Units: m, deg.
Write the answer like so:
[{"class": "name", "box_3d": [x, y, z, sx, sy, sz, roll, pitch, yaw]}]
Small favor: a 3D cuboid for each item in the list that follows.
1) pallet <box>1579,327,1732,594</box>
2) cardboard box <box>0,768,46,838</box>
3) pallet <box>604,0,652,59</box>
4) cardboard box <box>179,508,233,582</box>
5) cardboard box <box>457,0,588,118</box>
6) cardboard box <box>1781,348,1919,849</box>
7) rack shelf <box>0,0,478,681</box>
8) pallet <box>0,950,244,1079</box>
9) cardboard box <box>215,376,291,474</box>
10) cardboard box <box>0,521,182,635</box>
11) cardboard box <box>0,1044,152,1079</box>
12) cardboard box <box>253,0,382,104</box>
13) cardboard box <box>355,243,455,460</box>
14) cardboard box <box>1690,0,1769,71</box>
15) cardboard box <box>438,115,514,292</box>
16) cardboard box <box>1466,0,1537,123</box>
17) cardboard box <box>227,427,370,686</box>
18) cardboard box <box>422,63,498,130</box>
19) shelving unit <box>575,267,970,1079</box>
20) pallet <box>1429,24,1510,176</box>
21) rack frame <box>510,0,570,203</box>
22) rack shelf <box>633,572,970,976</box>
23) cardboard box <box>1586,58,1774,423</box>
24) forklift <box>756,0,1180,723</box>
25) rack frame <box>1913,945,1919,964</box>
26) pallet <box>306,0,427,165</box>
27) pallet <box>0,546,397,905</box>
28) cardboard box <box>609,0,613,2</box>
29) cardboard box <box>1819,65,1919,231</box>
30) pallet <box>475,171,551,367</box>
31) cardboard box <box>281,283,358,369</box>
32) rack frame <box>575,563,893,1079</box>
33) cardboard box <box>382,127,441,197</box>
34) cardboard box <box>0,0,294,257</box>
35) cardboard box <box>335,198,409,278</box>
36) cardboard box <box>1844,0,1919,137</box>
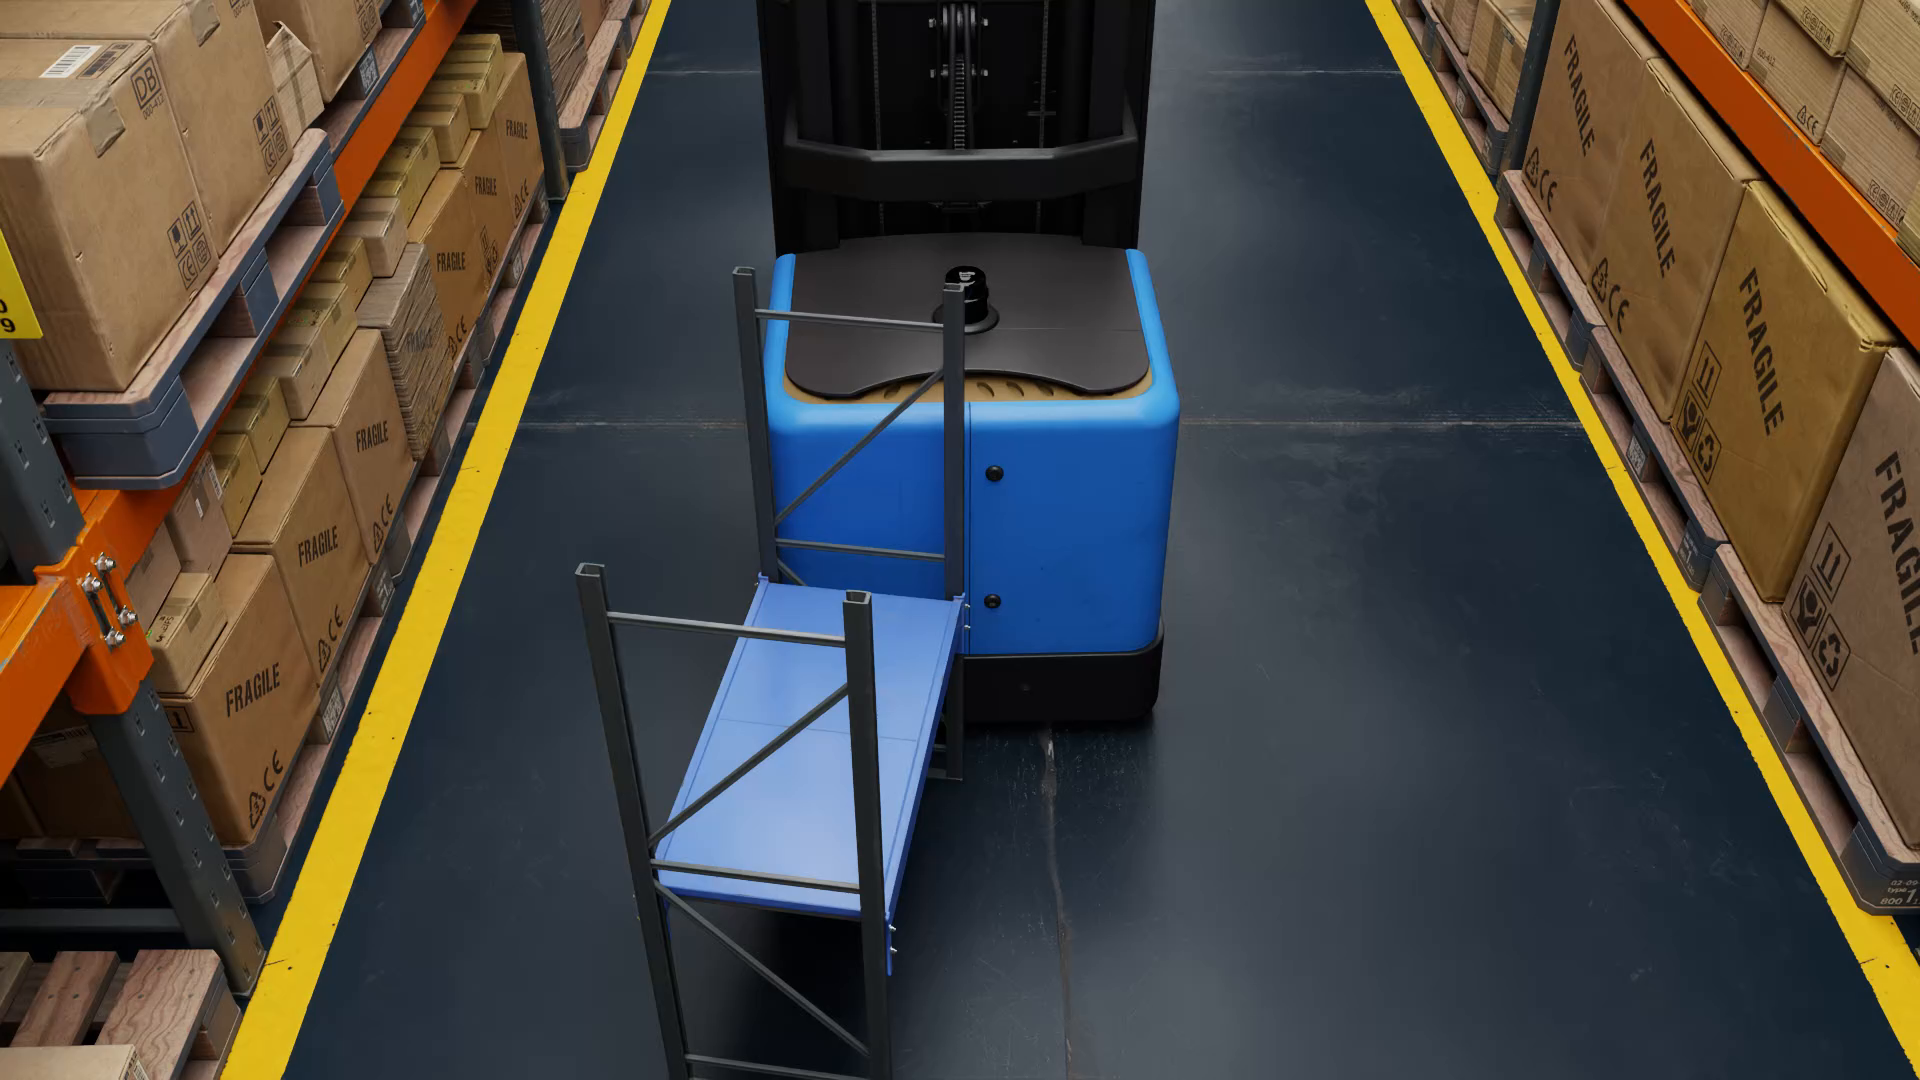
[{"class": "pallet", "box_3d": [2.718, -0.296, 5.451, 1.003, 0.211, 1.213, 0, 39, 0]}, {"class": "cardboard box", "box_3d": [-2.462, 0.373, 4.048, 0.500, 0.500, 0.500, 0, 39, 0]}, {"class": "pallet", "box_3d": [-2.130, -2.820, 8.601, 1.003, 0.211, 1.213, 0, 39, 0]}, {"class": "cardboard box", "box_3d": [-1.977, 0.029, 3.959, 0.380, 0.149, 0.250, -1, 39, -1]}, {"class": "cardboard box", "box_3d": [-2.157, -2.260, 7.235, 0.875, 0.625, 0.625, 1, 39, 1]}, {"class": "cardboard box", "box_3d": [2.718, 0.140, 4.039, 0.875, 0.875, 0.875, 1, 39, 1]}, {"class": "rack shelf", "box_3d": [-2.168, -1.101, 4.801, 1.077, 0.370, 4.000, 0, 39, 0]}, {"class": "pallet", "box_3d": [-2.166, 1.386, 3.351, 1.003, 0.211, 1.213, 0, 39, 0]}, {"class": "cardboard box", "box_3d": [-2.003, -0.302, 4.373, 0.380, 0.149, 0.250, -1, 39, -1]}, {"class": "cardboard box", "box_3d": [-1.960, 0.087, 3.650, 0.380, 0.149, 0.250, -1, 39, -1]}, {"class": "cardboard box", "box_3d": [-1.871, 1.165, 3.341, 0.380, 0.149, 0.250, -1, 39, -1]}, {"class": "cardboard box", "box_3d": [-1.944, -1.452, 4.247, 0.700, 0.500, 0.500, 0, 39, 0]}, {"class": "cardboard box", "box_3d": [-1.942, -0.592, 5.253, 0.500, 0.500, 0.500, -1, 39, -2]}, {"class": "cardboard box", "box_3d": [2.556, -1.625, 4.999, 0.500, 0.250, 0.500, 1, 39, 1]}, {"class": "cardboard box", "box_3d": [-1.964, -1.244, 6.067, 0.500, 0.500, 0.500, -1, 39, -1]}, {"class": "cardboard box", "box_3d": [2.803, -2.130, 7.275, 0.950, 0.372, 0.625, -2, 39, -3]}, {"class": "cardboard box", "box_3d": [-1.951, 0.045, 4.459, 0.500, 0.500, 0.500, -1, 39, -1]}, {"class": "cardboard box", "box_3d": [-1.885, -1.595, 5.986, 0.380, 0.149, 0.250, -2, 39, -2]}, {"class": "shelving unit", "box_3d": [-0.317, 0.343, 3.623, 0.538, 1.500, 1.048, 6, 39, 7]}, {"class": "pallet", "box_3d": [2.794, -2.039, 7.626, 1.003, 0.211, 1.213, 0, 39, 0]}, {"class": "rack frame", "box_3d": [-2.170, -2.633, 6.137, 1.000, 3.000, 0.127, 0, 39, 0]}, {"class": "rack shelf", "box_3d": [-0.317, 0.483, 3.736, 0.538, 0.185, 1.000, 6, 39, 7]}, {"class": "cardboard box", "box_3d": [2.708, -0.984, 5.442, 0.875, 0.875, 0.875, 0, 39, 1]}, {"class": "forklift", "box_3d": [-0.018, -1.538, 4.825, 1.130, 2.935, 3.031, -1, 39, -1]}, {"class": "rack frame", "box_3d": [2.798, -0.137, 3.023, 1.000, 3.000, 0.127, 0, 39, 0]}, {"class": "pallet", "box_3d": [-2.163, -1.342, 4.679, 1.003, 0.211, 1.213, 0, 39, 0]}, {"class": "pallet", "box_3d": [-2.204, 0.448, 4.522, 1.003, 0.211, 1.213, 0, 39, 0]}, {"class": "cardboard box", "box_3d": [-2.167, -3.090, 8.270, 0.875, 0.625, 0.625, -2, 39, -2]}, {"class": "cardboard box", "box_3d": [2.565, -0.993, 4.210, 0.500, 0.250, 0.500, -1, 39, -1]}, {"class": "pallet", "box_3d": [-2.207, -1.078, 6.426, 1.003, 0.211, 1.213, 0, 39, 0]}, {"class": "cardboard box", "box_3d": [-1.964, -0.614, 4.762, 0.380, 0.149, 0.250, 1, 39, 2]}, {"class": "rack frame", "box_3d": [-0.395, 0.657, 3.231, 0.500, 1.500, 0.032, 6, 39, 7]}, {"class": "cardboard box", "box_3d": [-1.974, -1.265, 5.574, 0.380, 0.149, 0.250, 1, 39, 1]}, {"class": "cardboard box", "box_3d": [-1.943, -0.961, 3.634, 0.700, 0.500, 0.500, 0, 39, 0]}, {"class": "cardboard box", "box_3d": [-1.943, -0.936, 5.164, 0.380, 0.149, 0.250, -2, 39, -2]}, {"class": "cardboard box", "box_3d": [2.540, -1.186, 4.051, 0.500, 0.250, 0.500, 1, 39, 1]}]
